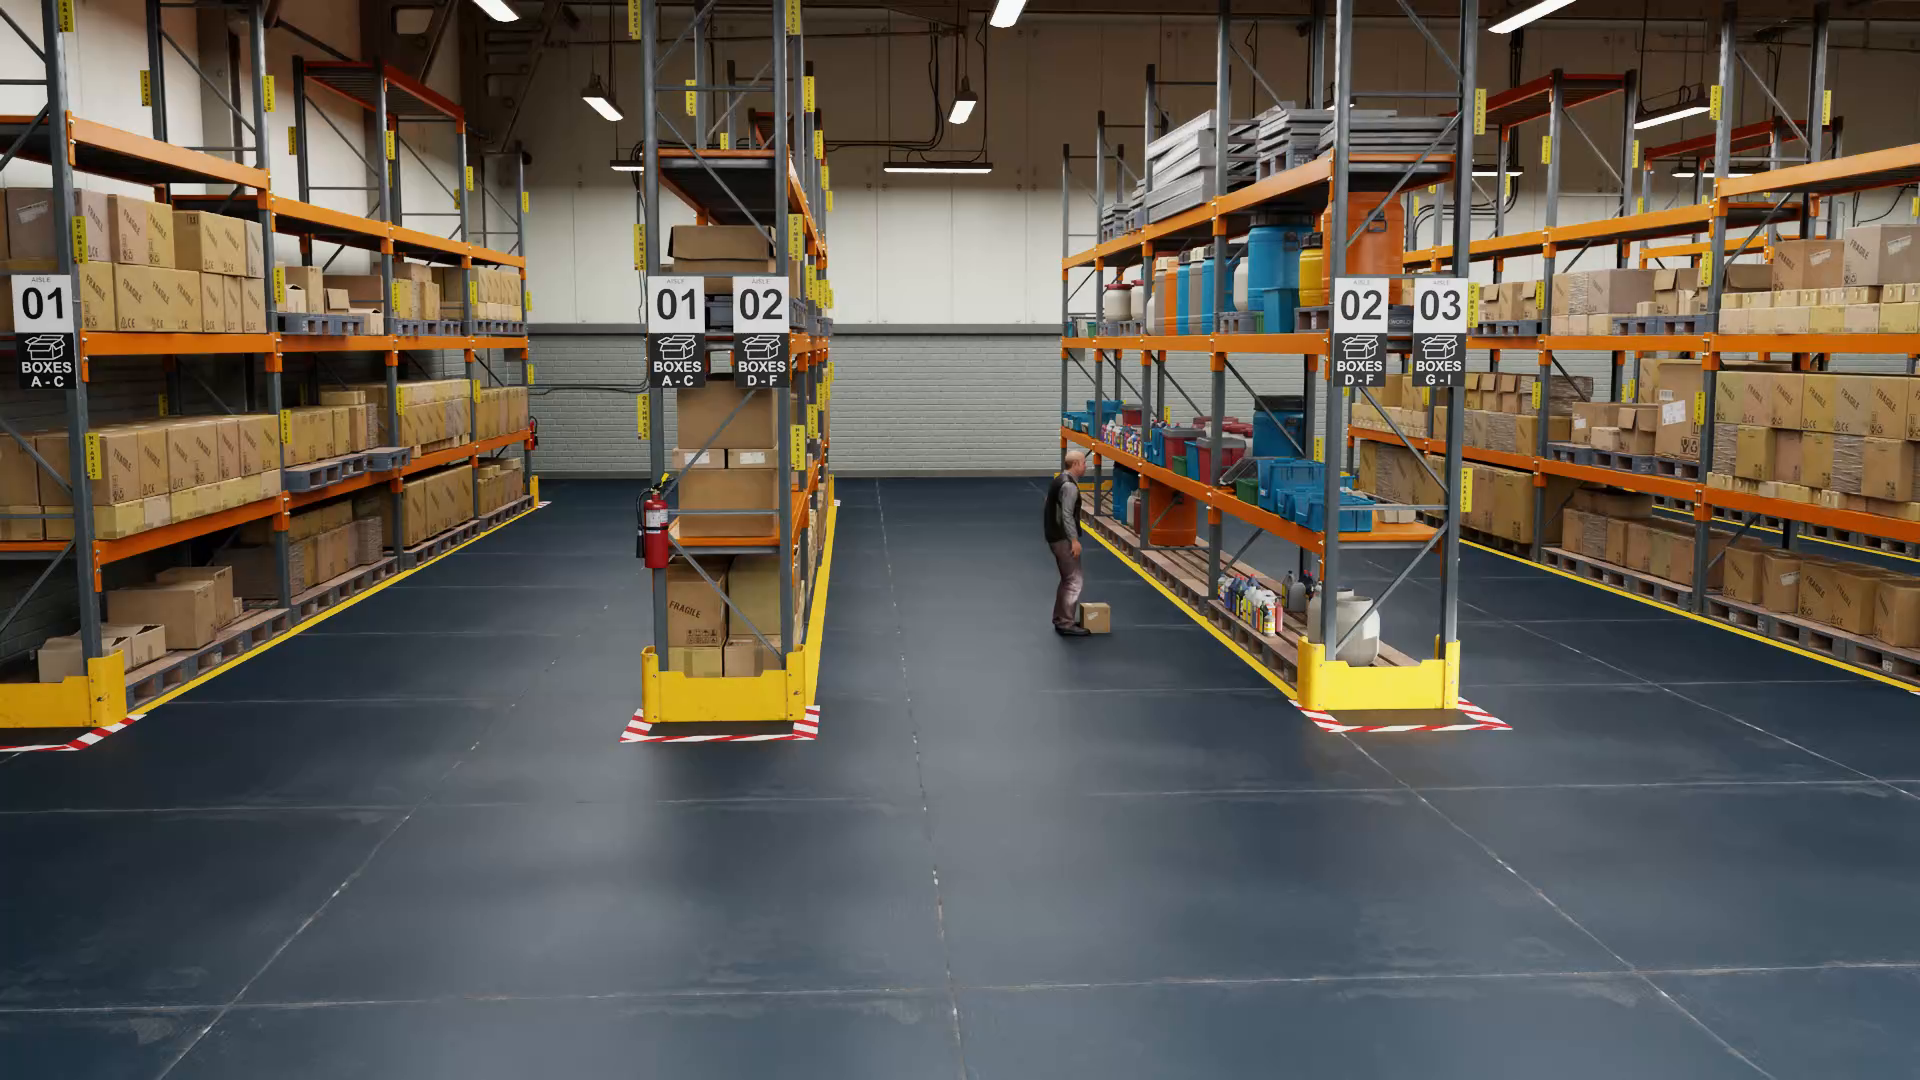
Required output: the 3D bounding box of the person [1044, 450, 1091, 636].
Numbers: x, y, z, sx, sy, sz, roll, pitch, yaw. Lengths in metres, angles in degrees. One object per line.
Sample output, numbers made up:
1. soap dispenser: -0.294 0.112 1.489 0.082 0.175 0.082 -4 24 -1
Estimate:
1. person: 1.003 0.015 15.711 0.420 1.721 0.581 0 7 -3
